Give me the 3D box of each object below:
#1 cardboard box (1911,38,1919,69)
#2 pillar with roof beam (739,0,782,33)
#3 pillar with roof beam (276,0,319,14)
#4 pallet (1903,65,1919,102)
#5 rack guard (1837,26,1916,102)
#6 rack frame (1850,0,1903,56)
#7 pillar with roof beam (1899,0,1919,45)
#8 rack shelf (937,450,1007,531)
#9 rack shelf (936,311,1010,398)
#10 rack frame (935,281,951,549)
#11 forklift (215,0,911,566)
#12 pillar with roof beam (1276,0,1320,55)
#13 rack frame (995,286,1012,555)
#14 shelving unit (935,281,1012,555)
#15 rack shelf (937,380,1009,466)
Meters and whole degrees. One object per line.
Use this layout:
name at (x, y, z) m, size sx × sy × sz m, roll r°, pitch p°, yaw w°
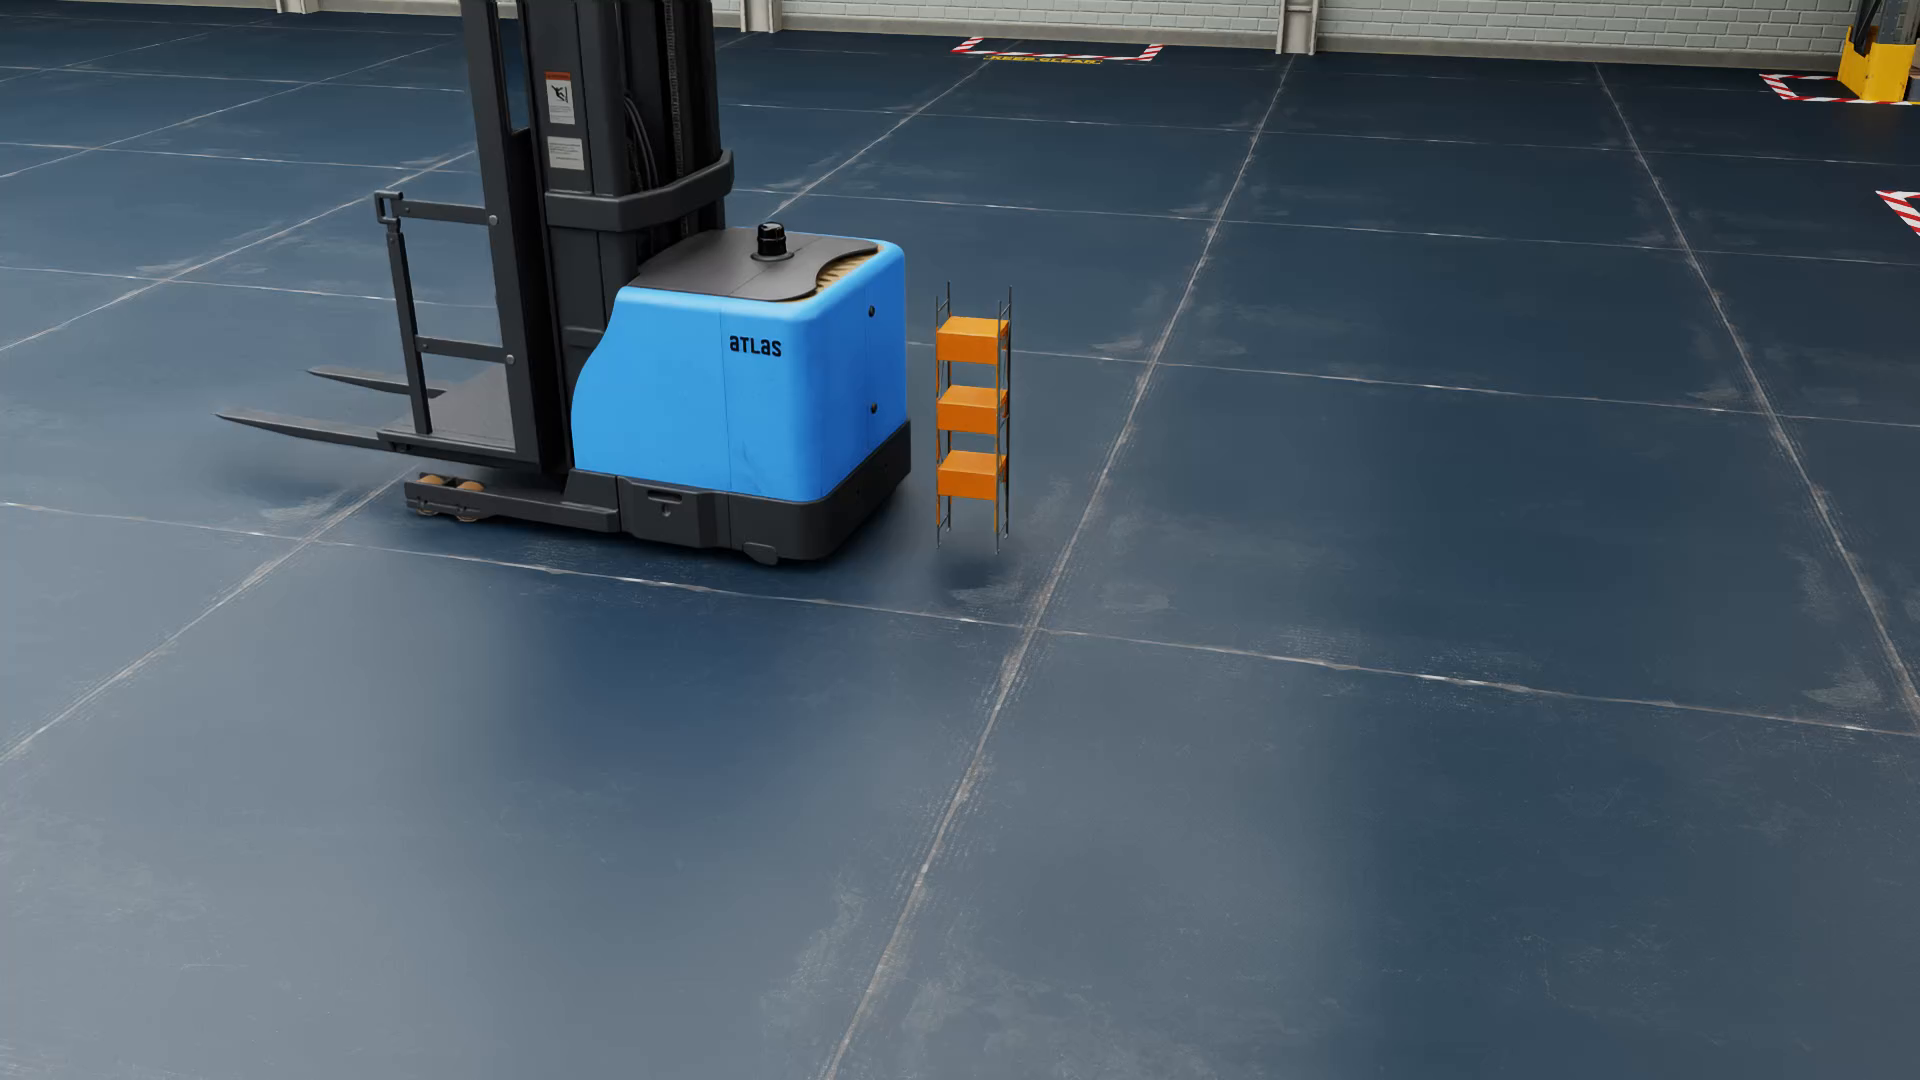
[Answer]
cardboard box at (9.119, -4.467, 15.258) m, size 0.500 × 0.311 × 0.500 m, roll 3°, pitch 26°, yaw 7°
pillar with roof beam at (-3.329, -8.080, 13.253) m, size 0.400 × 9.000 × 9.100 m, roll 6°, pitch 26°, yaw 13°
pillar with roof beam at (-9.140, -8.722, 14.602) m, size 0.400 × 9.000 × 9.100 m, roll 6°, pitch 26°, yaw 13°
pallet at (9.323, -4.225, 15.378) m, size 1.213 × 0.211 × 1.003 m, roll 6°, pitch 26°, yaw 13°
rack guard at (8.545, -4.457, 15.529) m, size 0.348 × 0.500 × 1.175 m, roll 6°, pitch 26°, yaw 13°
rack frame at (8.471, -5.593, 15.009) m, size 0.127 × 3.000 × 1.000 m, roll 6°, pitch 26°, yaw 13°
pillar with roof beam at (8.293, -6.795, 10.554) m, size 0.400 × 9.000 × 9.100 m, roll 6°, pitch 26°, yaw 13°
rack shelf at (0.052, -0.208, 6.636) m, size 0.240 × 0.259 × 0.215 m, roll 6°, pitch 26°, yaw 13°
rack shelf at (0.052, -0.715, 6.395) m, size 0.240 × 0.259 × 0.215 m, roll 6°, pitch 26°, yaw 13°
rack frame at (-0.066, -0.481, 6.540) m, size 0.008 × 1.050 × 0.200 m, roll 6°, pitch 26°, yaw 13°
forklift at (-1.786, -1.599, 6.699) m, size 3.031 × 2.935 × 1.130 m, roll 9°, pitch 27°, yaw 18°
pillar with roof beam at (2.482, -7.437, 11.903) m, size 0.400 × 9.000 × 9.100 m, roll 6°, pitch 26°, yaw 13°
rack frame at (0.170, -0.455, 6.485) m, size 0.008 × 1.050 × 0.200 m, roll 6°, pitch 26°, yaw 13°
shelving unit at (0.052, -0.468, 6.512) m, size 0.252 × 1.050 × 0.215 m, roll 6°, pitch 26°, yaw 13°
rack shelf at (0.052, -0.459, 6.517) m, size 0.240 × 0.259 × 0.215 m, roll 6°, pitch 26°, yaw 13°
